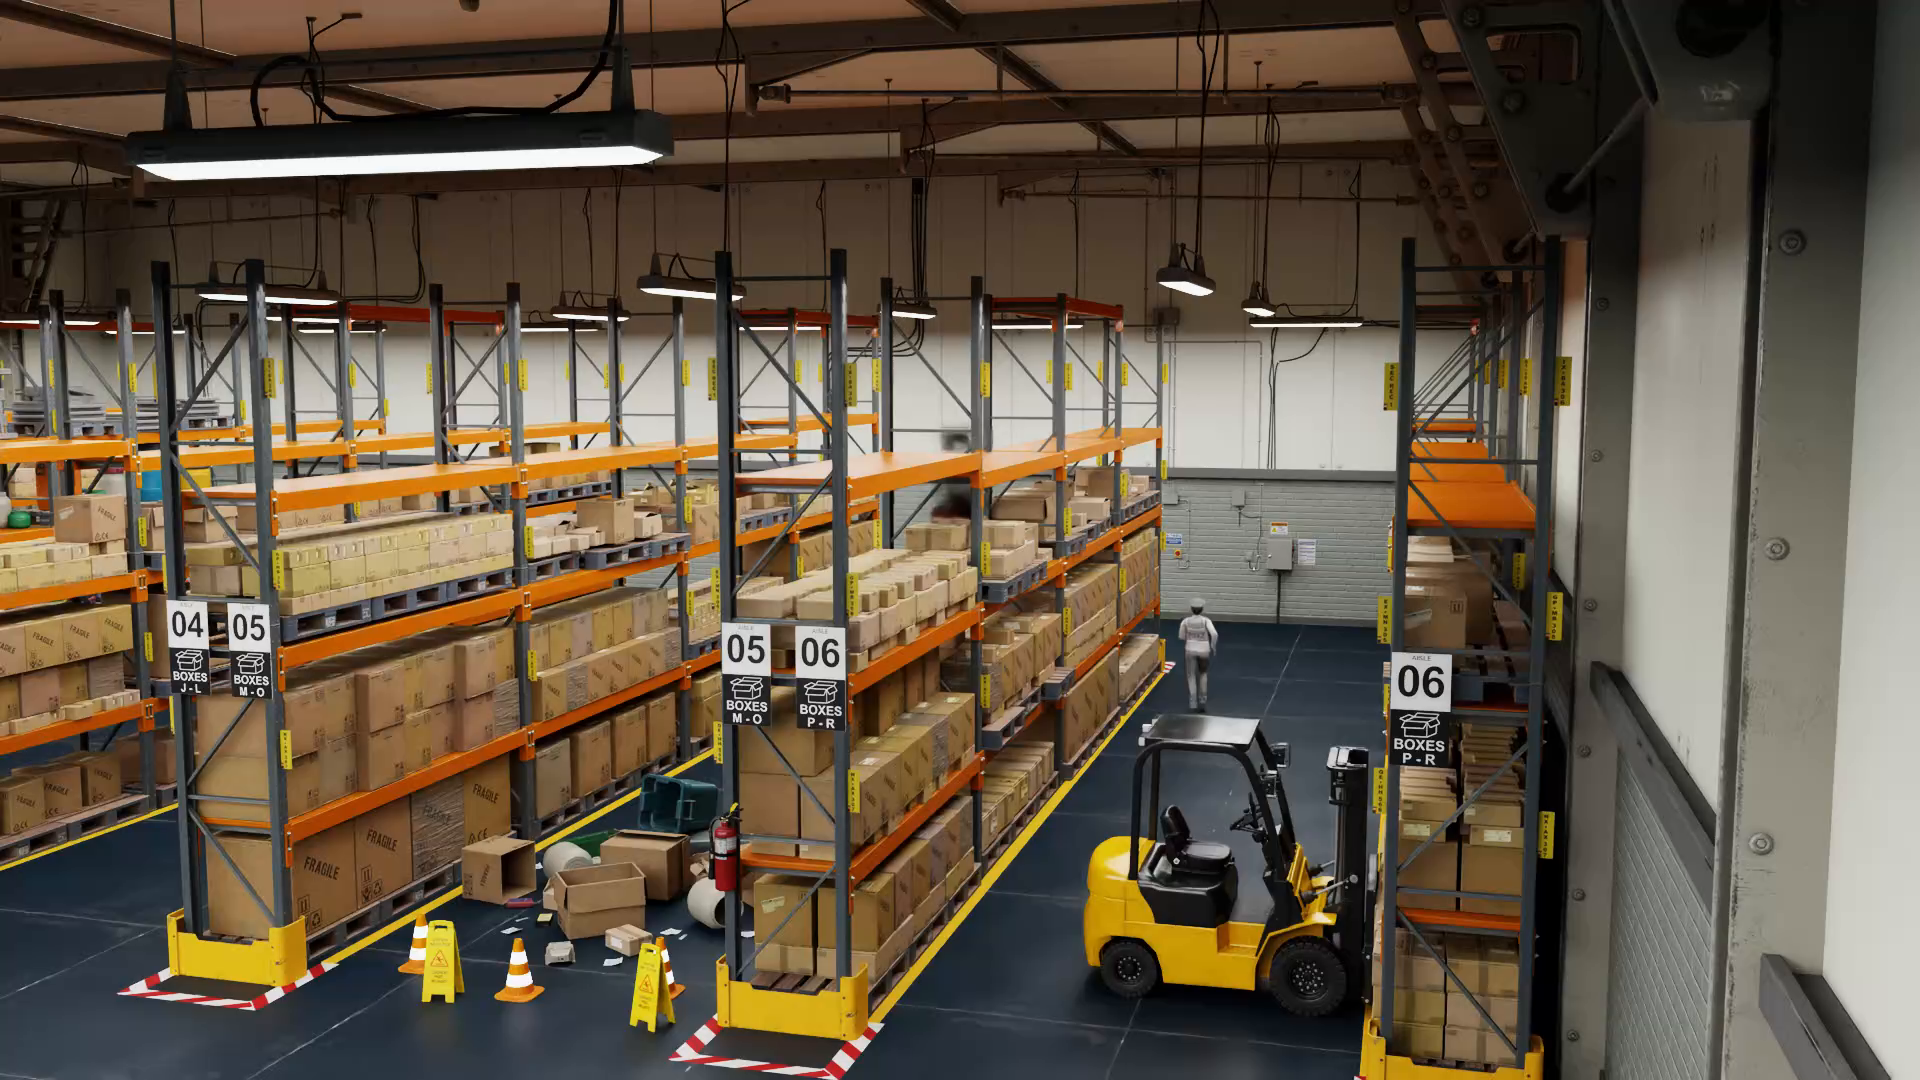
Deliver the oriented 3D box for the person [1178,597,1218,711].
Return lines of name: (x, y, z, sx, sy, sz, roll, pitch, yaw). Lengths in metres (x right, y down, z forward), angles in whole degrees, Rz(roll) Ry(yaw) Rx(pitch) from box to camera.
person: (3.519, 1.725, 24.641, 0.578, 1.748, 0.747, 1, 6, 7)
